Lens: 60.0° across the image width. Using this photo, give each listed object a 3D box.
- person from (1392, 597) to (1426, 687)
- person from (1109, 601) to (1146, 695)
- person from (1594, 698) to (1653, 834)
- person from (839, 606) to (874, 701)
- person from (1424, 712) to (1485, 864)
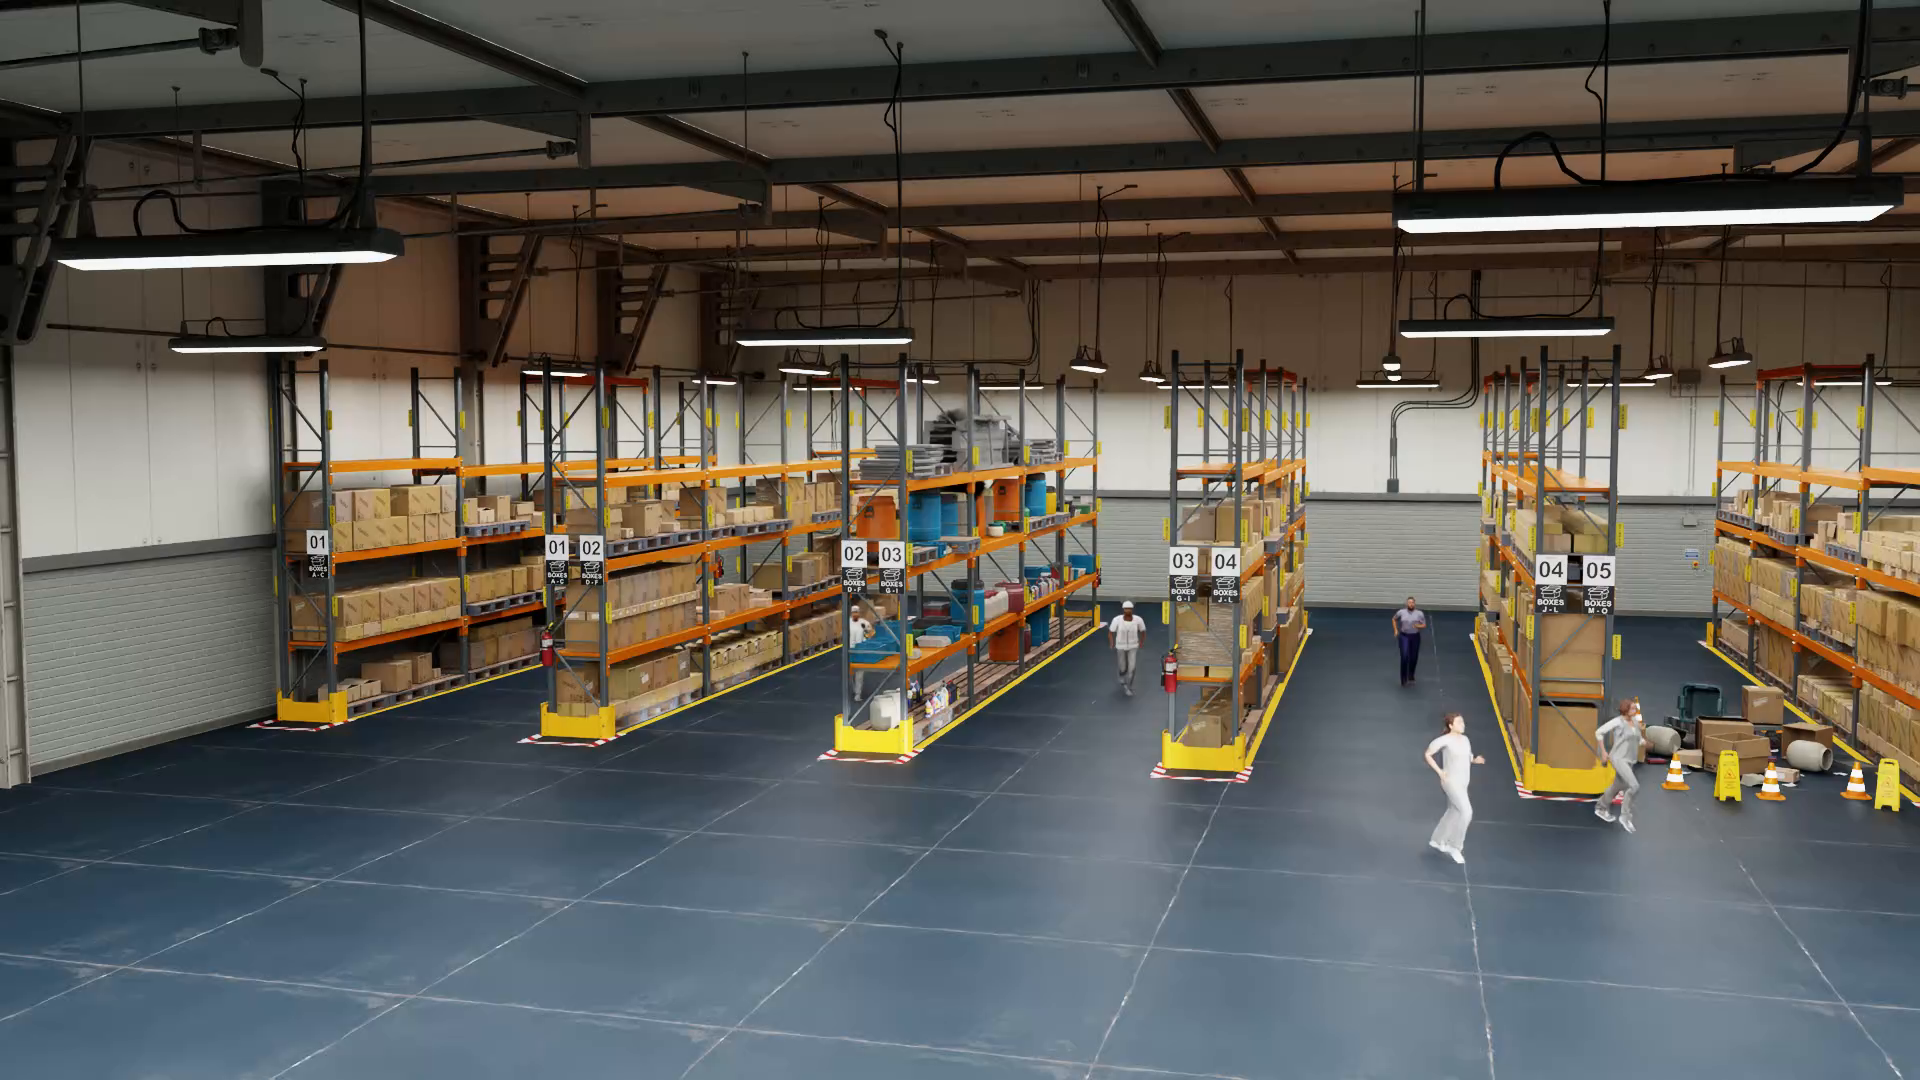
[{"bbox_3d":[8.510,1.933,31.473,0.577,1.701,0.735,0,4,5],"label":"person"},{"bbox_3d":[3.072,1.961,30.485,0.687,1.719,0.645,0,4,2],"label":"person"},{"bbox_3d":[8.101,2.742,20.313,0.498,1.637,0.783,-3,5,-36],"label":"person"},{"bbox_3d":[-1.874,2.013,29.934,0.609,1.667,0.875,0,4,2],"label":"person"},{"bbox_3d":[5.640,2.808,18.944,0.544,1.707,0.694,-3,5,-37],"label":"person"}]
